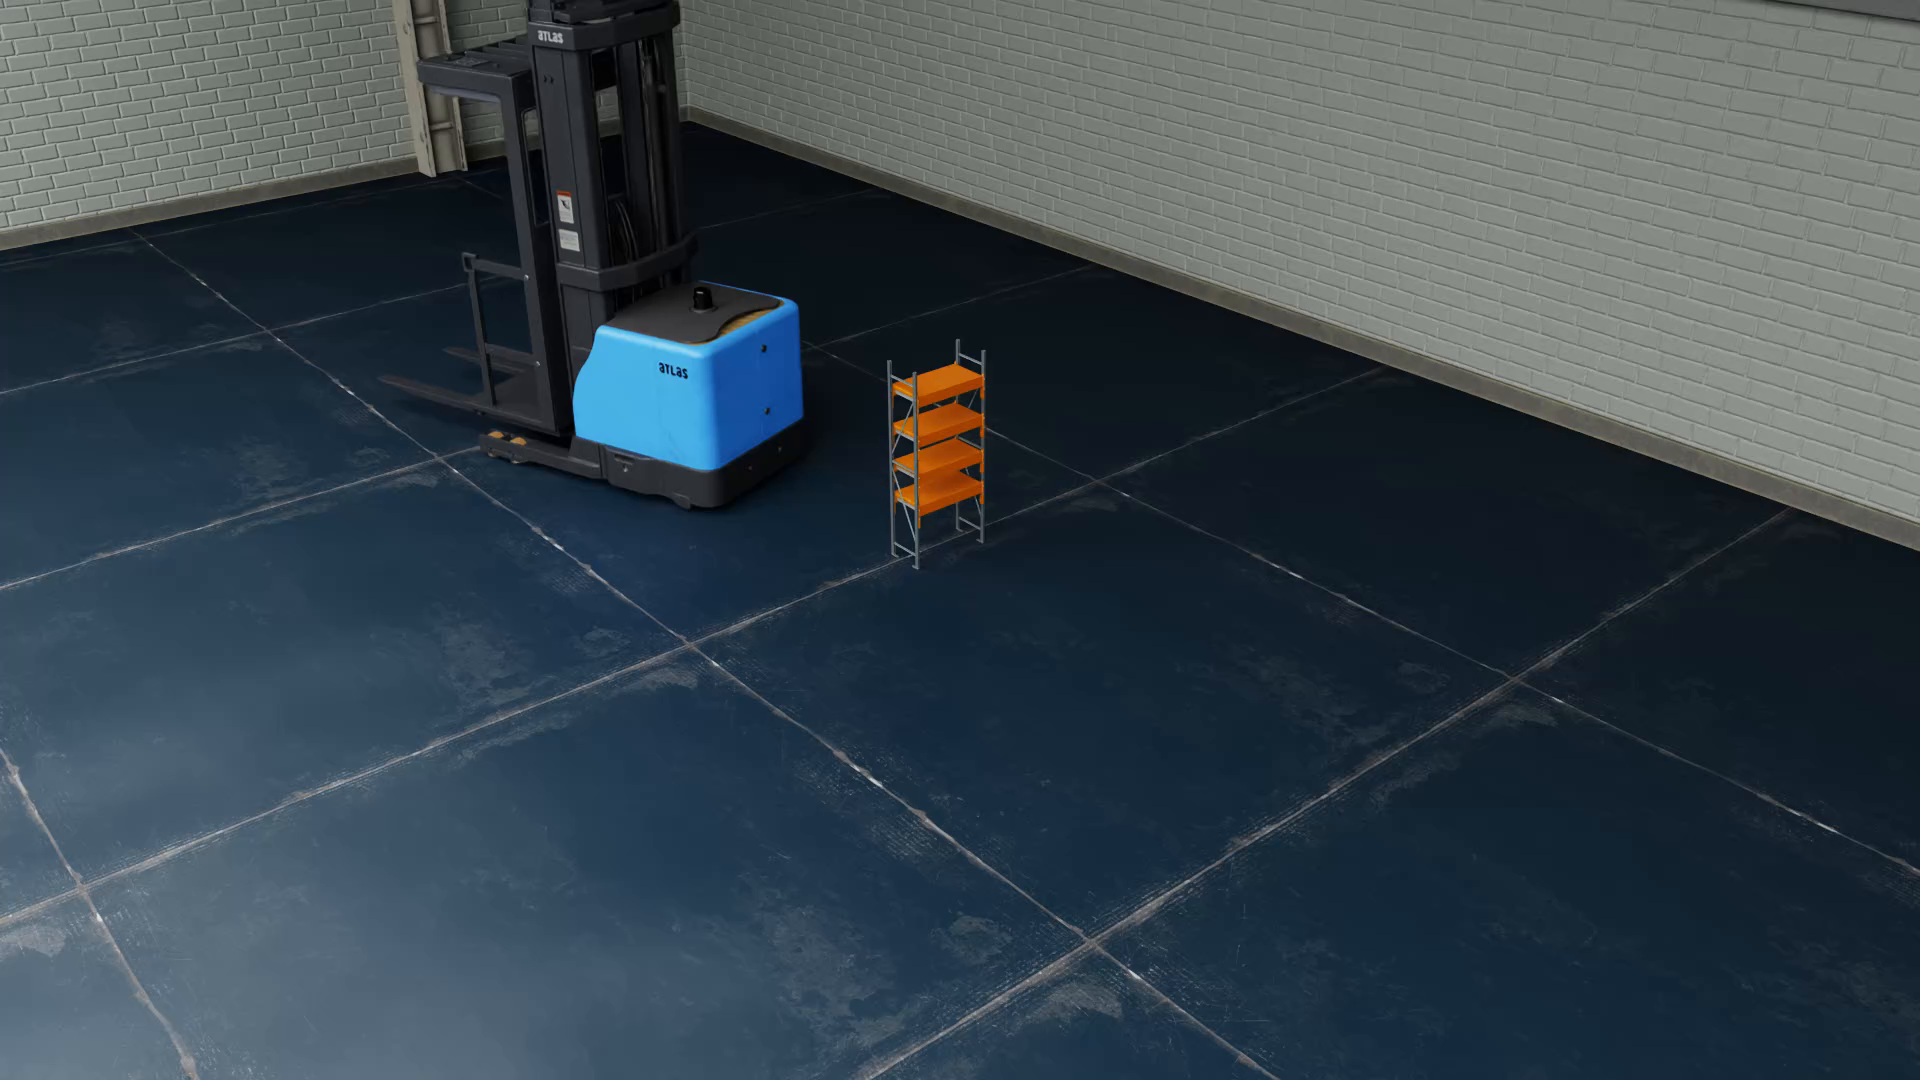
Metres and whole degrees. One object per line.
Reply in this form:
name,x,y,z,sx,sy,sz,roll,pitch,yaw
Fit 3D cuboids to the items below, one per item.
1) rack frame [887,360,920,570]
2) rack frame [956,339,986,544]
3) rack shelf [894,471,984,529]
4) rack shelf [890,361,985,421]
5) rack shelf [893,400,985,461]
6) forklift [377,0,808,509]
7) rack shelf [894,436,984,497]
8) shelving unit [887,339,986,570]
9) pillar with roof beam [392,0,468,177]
rack frame,-0.312,-0.404,9.233,0.015,1.200,0.240,-22,35,-35
rack frame,0.060,-0.553,9.512,0.015,1.200,0.240,-22,35,-35
rack shelf,-0.126,-0.244,9.498,0.480,0.148,0.258,-22,35,-35
rack shelf,-0.126,-0.825,9.187,0.480,0.148,0.258,-22,35,-35
rack shelf,-0.126,-0.616,9.299,0.480,0.148,0.258,-22,35,-35
forklift,-2.508,-1.976,10.339,3.031,2.935,1.130,15,32,26
rack shelf,-0.126,-0.419,9.404,0.480,0.148,0.258,-22,35,-35
shelving unit,-0.126,-0.479,9.372,0.503,1.200,0.258,-22,35,-35
pillar with roof beam,-2.393,-6.136,11.684,0.400,9.000,9.100,-22,35,-35
